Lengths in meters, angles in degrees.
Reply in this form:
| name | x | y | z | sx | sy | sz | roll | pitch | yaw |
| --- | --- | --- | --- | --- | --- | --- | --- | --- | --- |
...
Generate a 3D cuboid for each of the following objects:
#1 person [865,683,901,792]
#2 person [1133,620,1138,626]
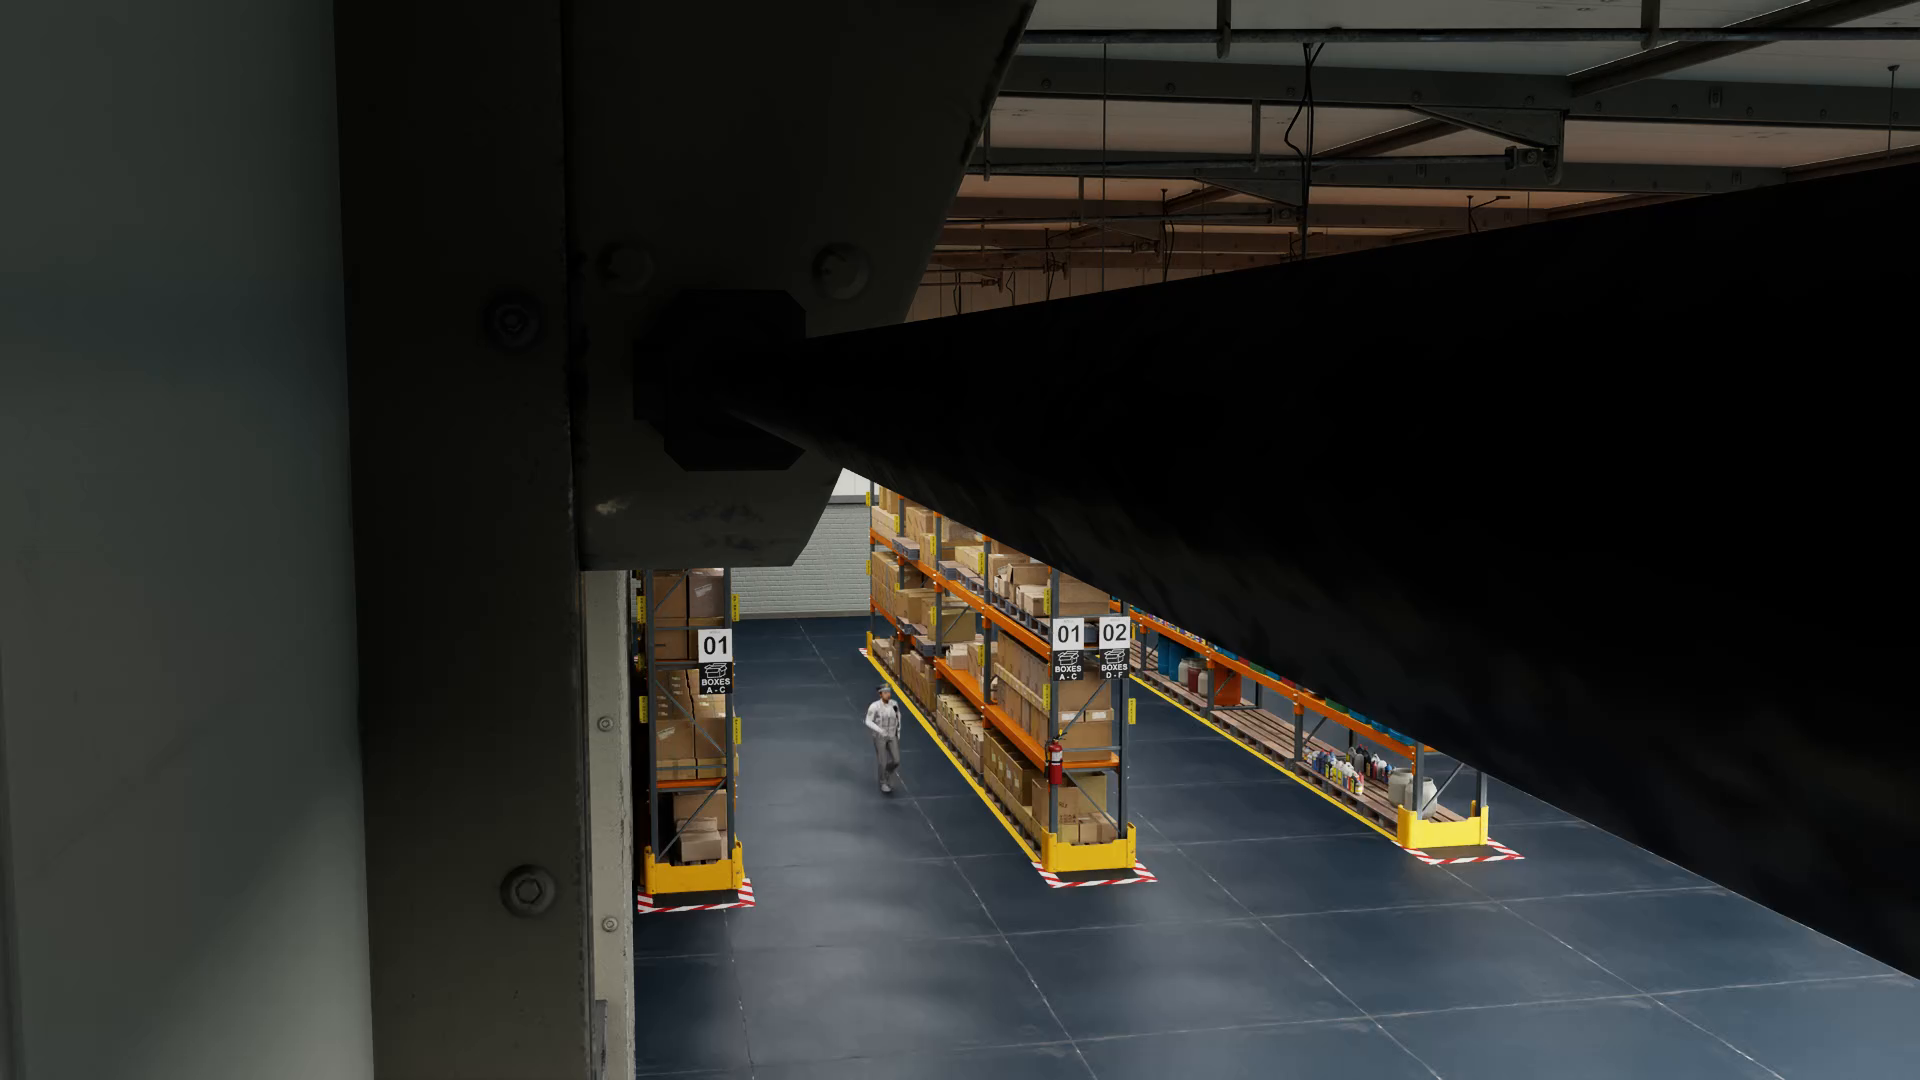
| name | x | y | z | sx | sy | sz | roll | pitch | yaw |
| --- | --- | --- | --- | --- | --- | --- | --- | --- | --- |
| person | -1.096 | 2.933 | 24.651 | 0.614 | 1.651 | 0.542 | -3 | 6 | -23 |
| person | 4.529 | 1.433 | 39.468 | 0.938 | 1.652 | 0.575 | 0 | 6 | 0 |
